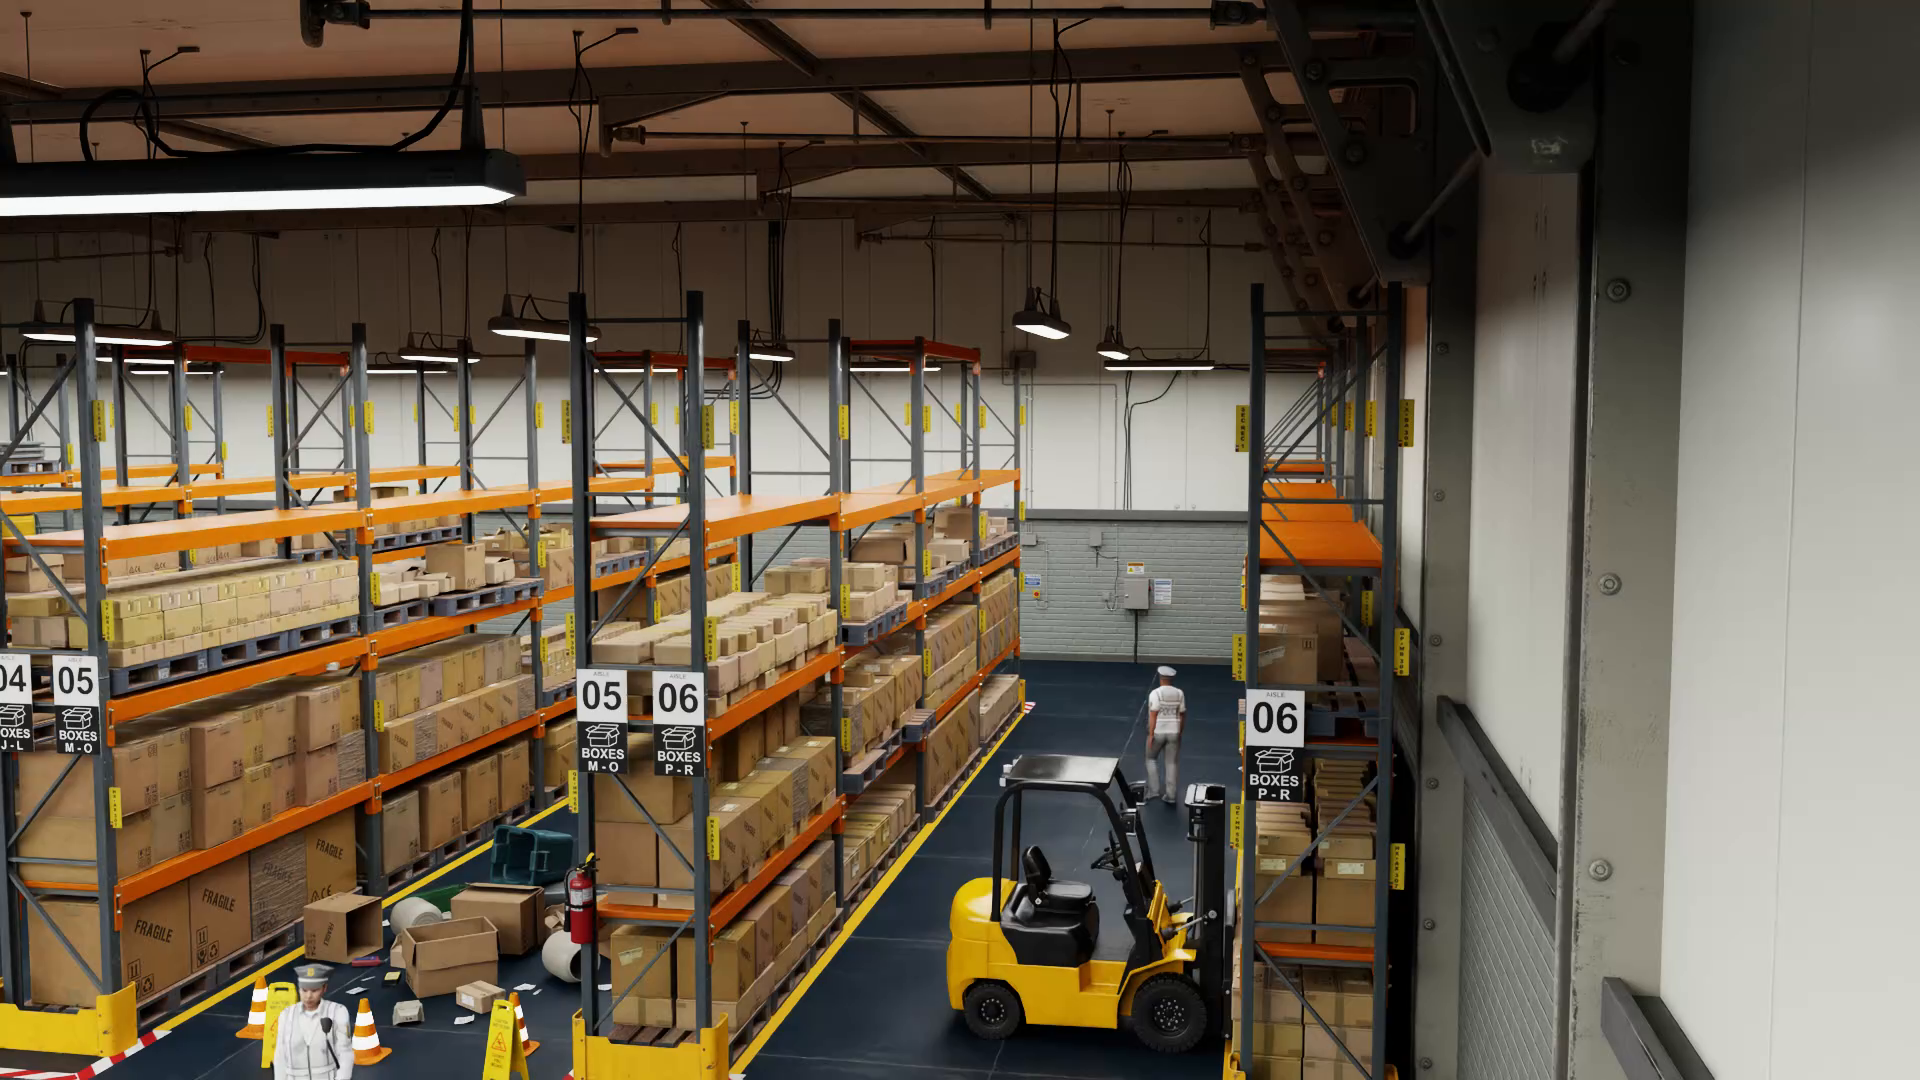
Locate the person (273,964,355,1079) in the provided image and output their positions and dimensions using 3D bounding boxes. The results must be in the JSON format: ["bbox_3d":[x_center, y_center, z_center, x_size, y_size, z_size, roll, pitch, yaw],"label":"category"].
[{"bbox_3d":[-4.047,3.501,10.403,0.499,1.703,0.684,-1,5,-15],"label":"person"}]

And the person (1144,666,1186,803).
[{"bbox_3d":[2.696,2.567,21.693,0.555,1.815,0.543,-1,5,-11],"label":"person"}]

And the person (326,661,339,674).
[{"bbox_3d":[-8.774,2.481,23.232,0.474,1.604,0.983,0,5,1],"label":"person"}]
